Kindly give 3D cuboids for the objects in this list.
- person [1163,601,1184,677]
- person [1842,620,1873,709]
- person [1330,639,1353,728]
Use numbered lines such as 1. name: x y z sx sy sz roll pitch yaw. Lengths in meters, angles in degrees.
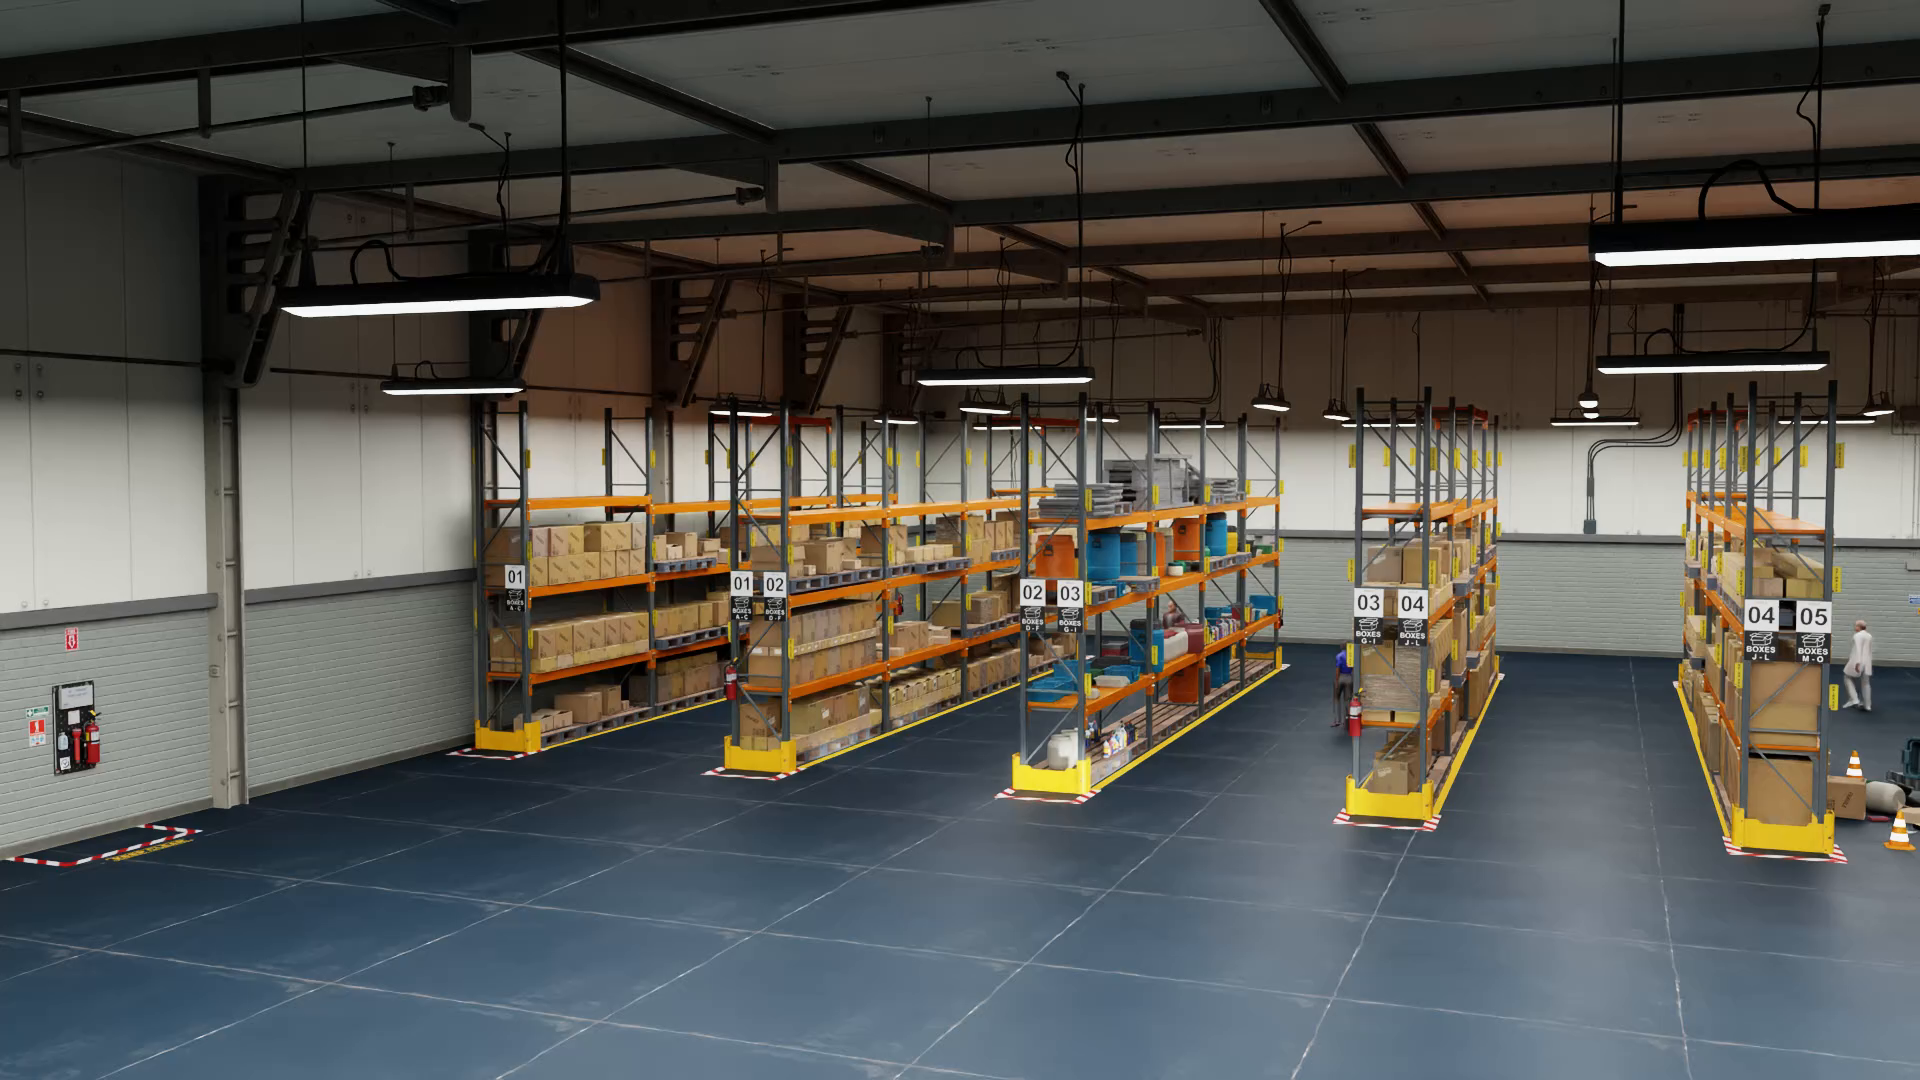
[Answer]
1. person: 4.828 2.260 38.038 0.622 1.713 1.103 1 3 22
2. person: 18.025 2.501 33.212 0.577 1.790 0.583 0 3 -4
3. person: 7.145 2.699 30.884 0.458 1.697 0.553 0 3 4
